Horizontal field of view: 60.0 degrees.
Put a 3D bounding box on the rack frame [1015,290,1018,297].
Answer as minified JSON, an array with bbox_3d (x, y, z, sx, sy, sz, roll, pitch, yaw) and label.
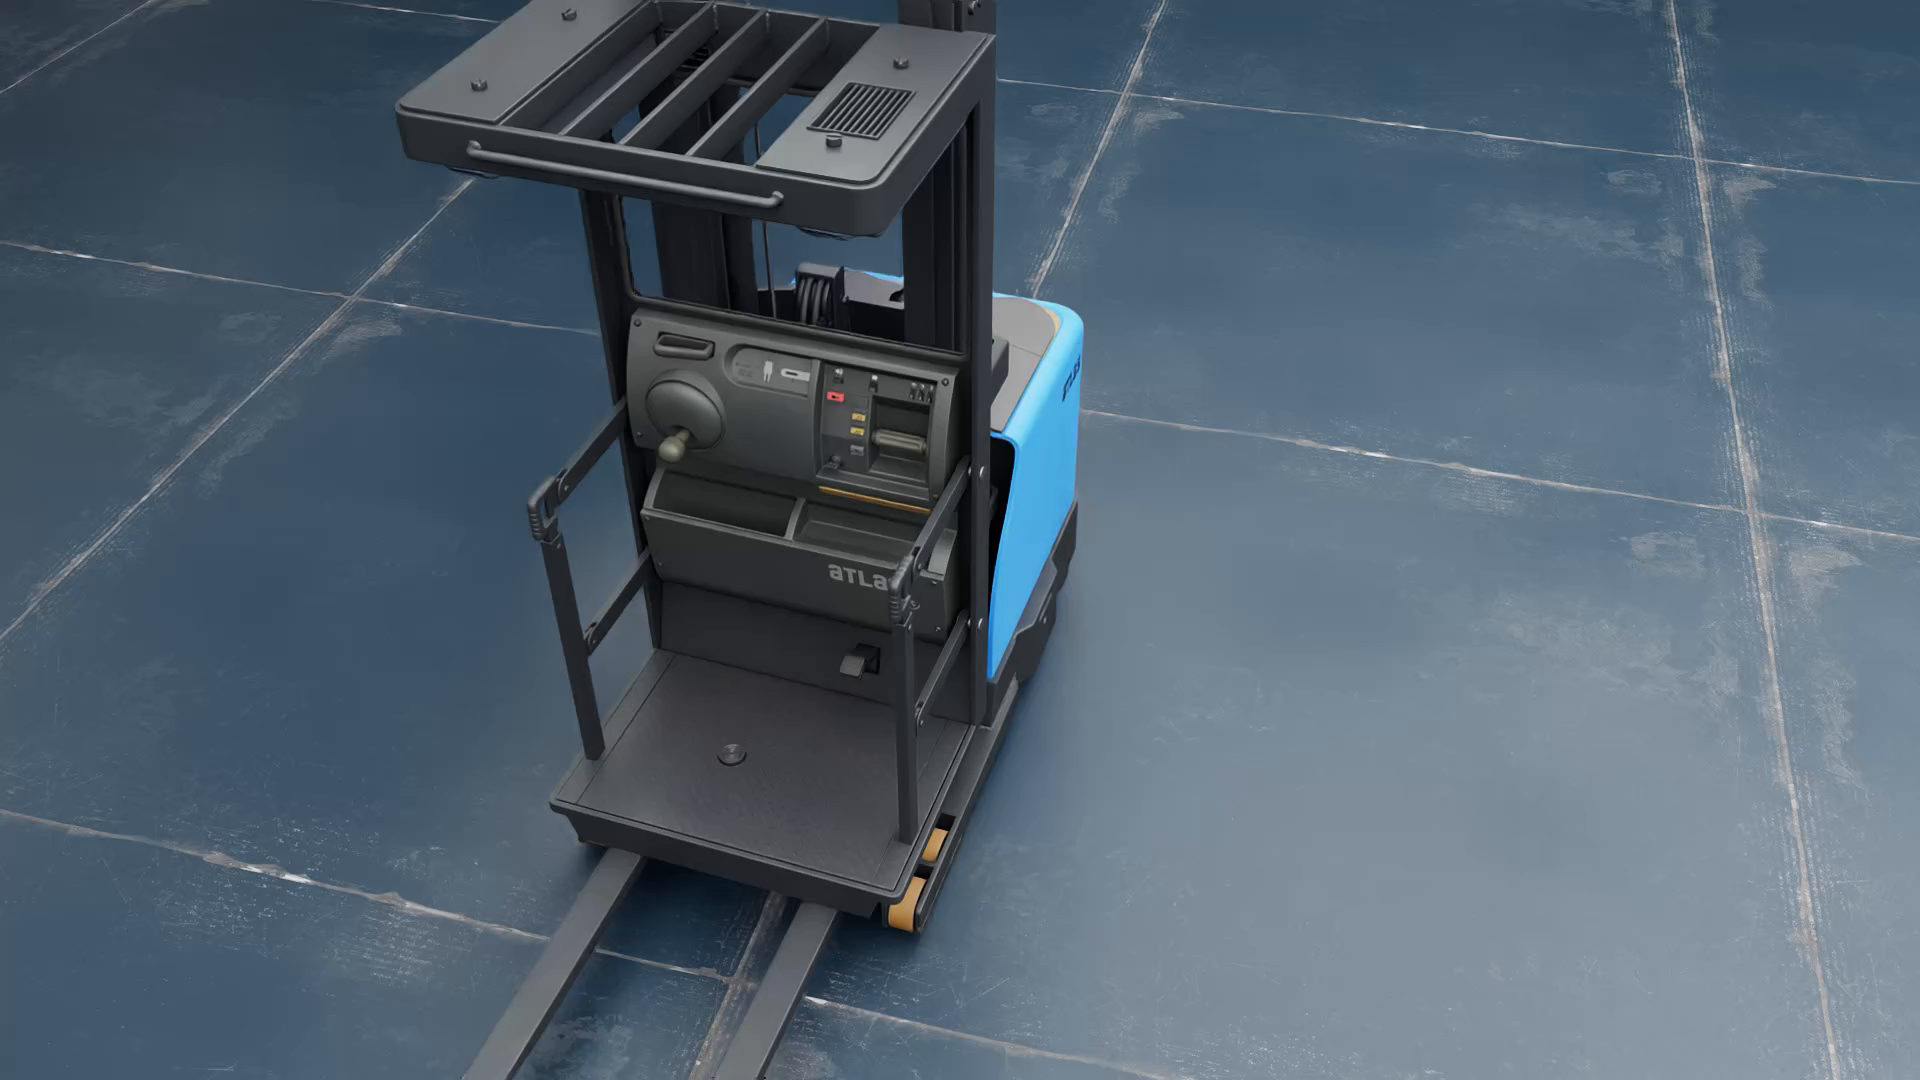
[{"bbox_3d":[0.168,-0.471,6.111,0.006,0.900,0.240,11,41,13],"label":"rack frame"}]

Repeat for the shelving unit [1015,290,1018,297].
[{"bbox_3d":[0.071,-0.491,6.134,0.210,0.900,0.258,11,41,13],"label":"shelving unit"}]

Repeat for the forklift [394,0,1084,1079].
[{"bbox_3d":[-0.529,-0.272,4.295,1.130,2.935,3.031,12,42,14],"label":"forklift"}]
